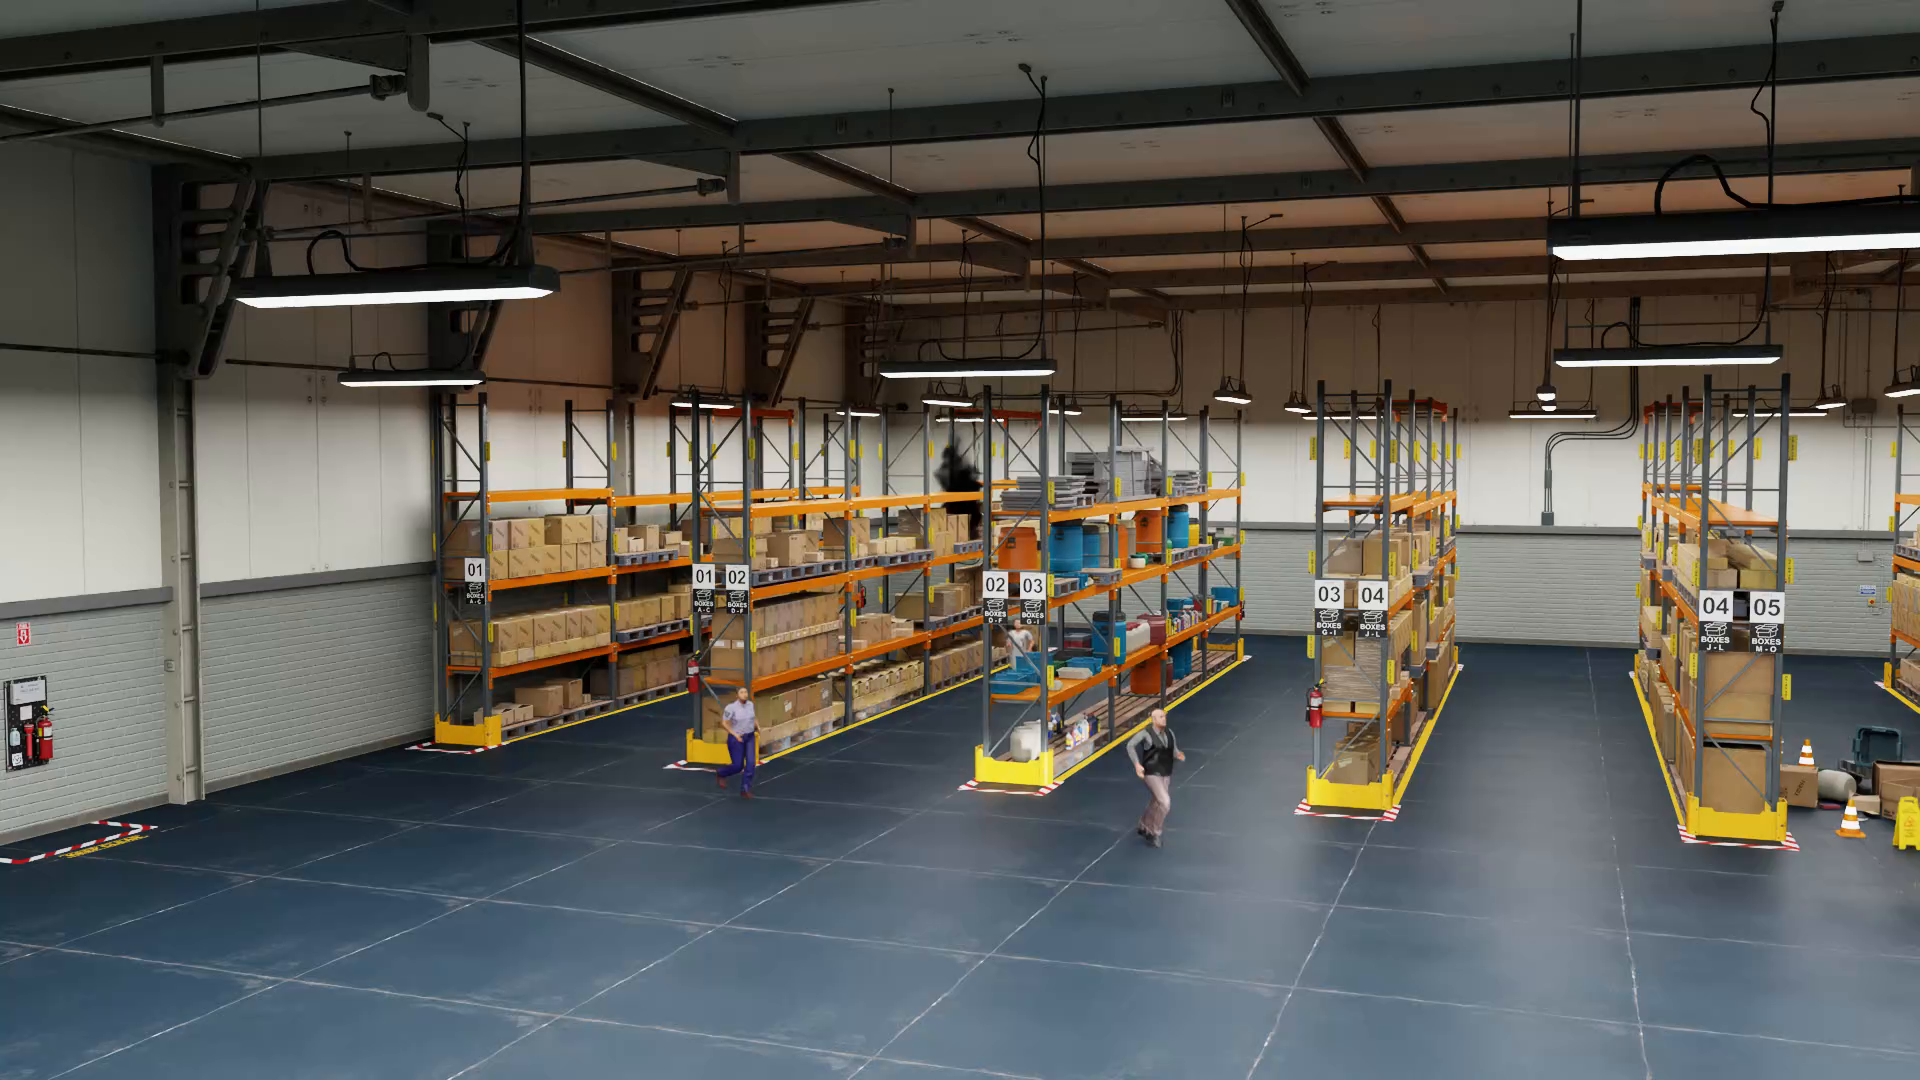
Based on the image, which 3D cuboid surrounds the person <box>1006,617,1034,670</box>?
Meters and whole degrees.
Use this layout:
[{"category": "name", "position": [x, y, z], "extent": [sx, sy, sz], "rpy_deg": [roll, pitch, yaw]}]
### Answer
[{"category": "person", "position": [1.180, 2.394, 33.435], "extent": [0.546, 1.678, 0.642], "rpy_deg": [1, 3, 14]}]

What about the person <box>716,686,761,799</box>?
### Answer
[{"category": "person", "position": [-3.197, 2.922, 24.191], "extent": [0.609, 1.634, 0.681], "rpy_deg": [-3, 4, -41]}]

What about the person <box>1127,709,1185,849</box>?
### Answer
[{"category": "person", "position": [2.524, 3.031, 21.159], "extent": [0.645, 1.767, 0.753], "rpy_deg": [-3, 4, -41]}]
